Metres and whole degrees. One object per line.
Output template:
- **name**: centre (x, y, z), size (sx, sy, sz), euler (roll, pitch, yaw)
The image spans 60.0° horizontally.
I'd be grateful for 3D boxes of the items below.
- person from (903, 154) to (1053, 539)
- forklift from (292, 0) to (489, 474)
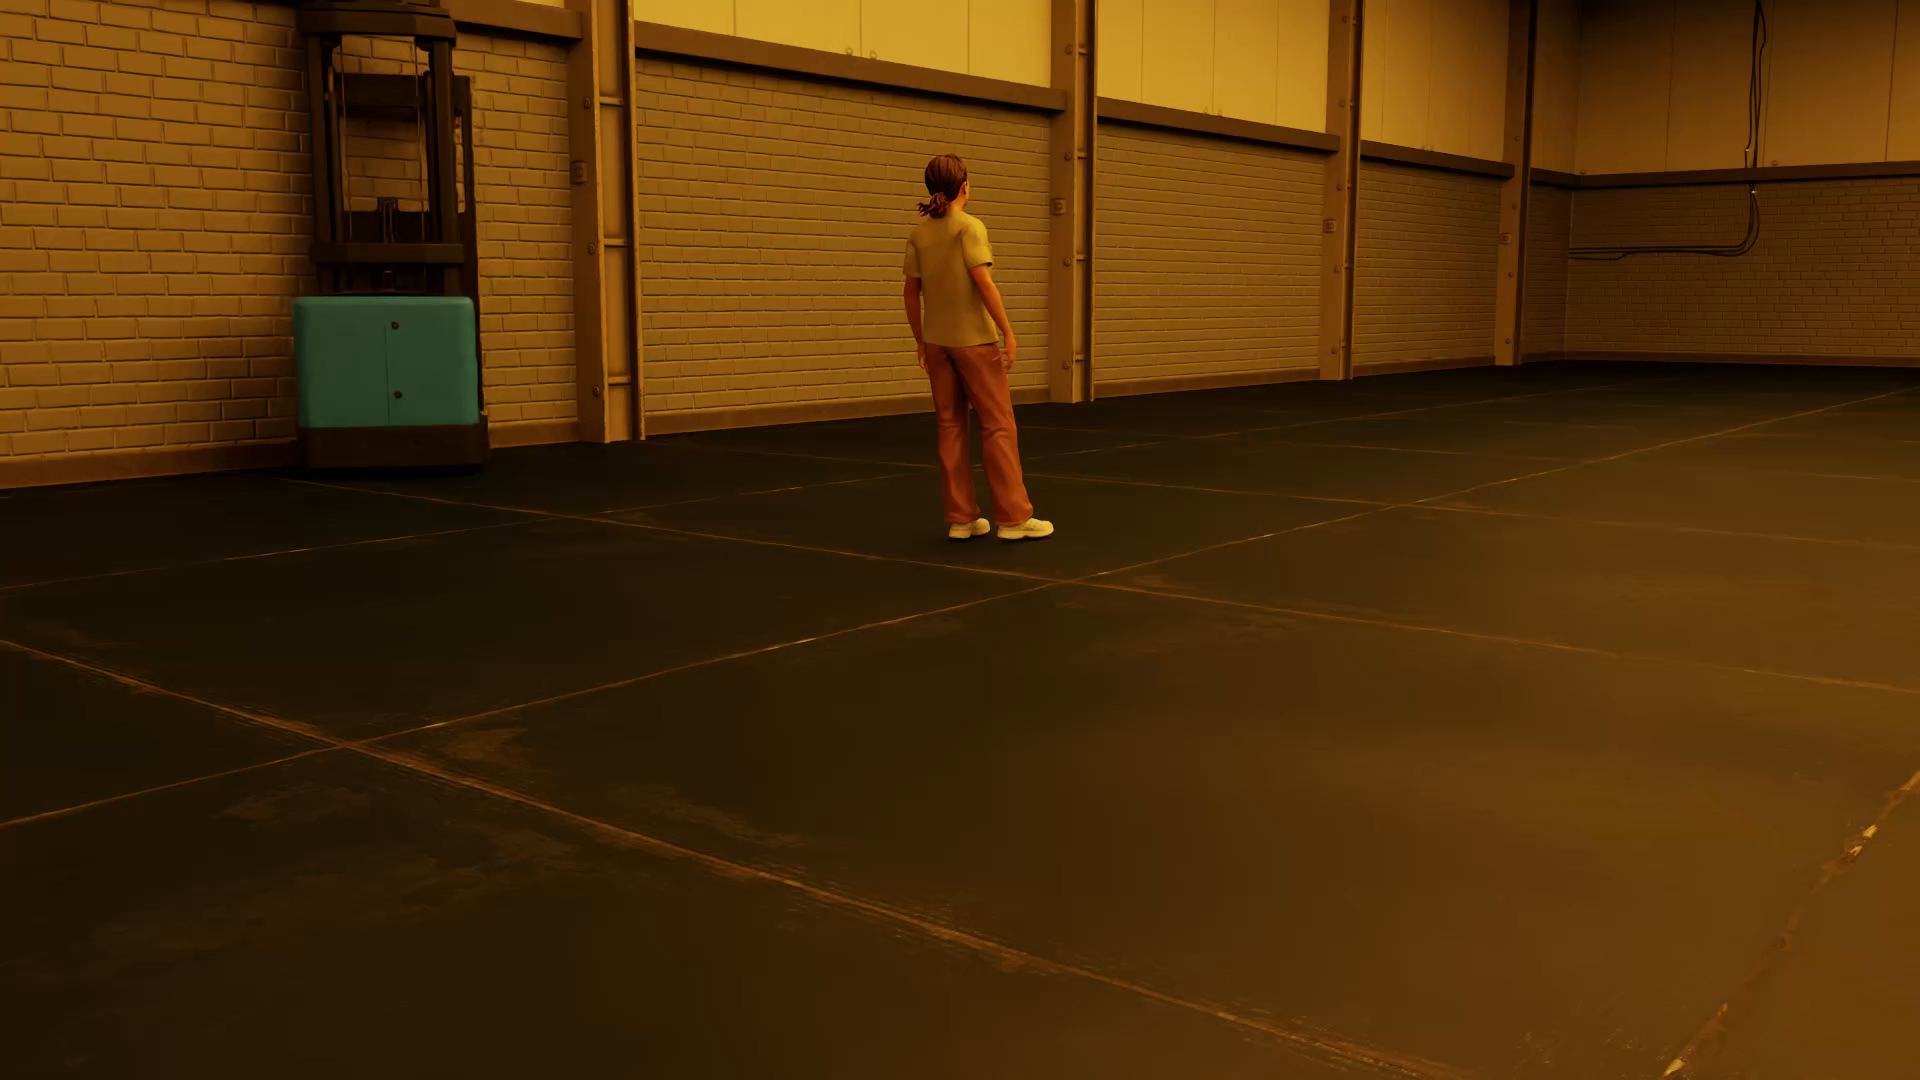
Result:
- **person**: centre (0.056, -0.844, 7.333), size (0.553, 1.673, 0.548), euler (7, 11, 38)
- **forklift**: centre (-3.799, -2.025, 11.123), size (1.130, 2.935, 3.031), euler (-2, 9, -16)
